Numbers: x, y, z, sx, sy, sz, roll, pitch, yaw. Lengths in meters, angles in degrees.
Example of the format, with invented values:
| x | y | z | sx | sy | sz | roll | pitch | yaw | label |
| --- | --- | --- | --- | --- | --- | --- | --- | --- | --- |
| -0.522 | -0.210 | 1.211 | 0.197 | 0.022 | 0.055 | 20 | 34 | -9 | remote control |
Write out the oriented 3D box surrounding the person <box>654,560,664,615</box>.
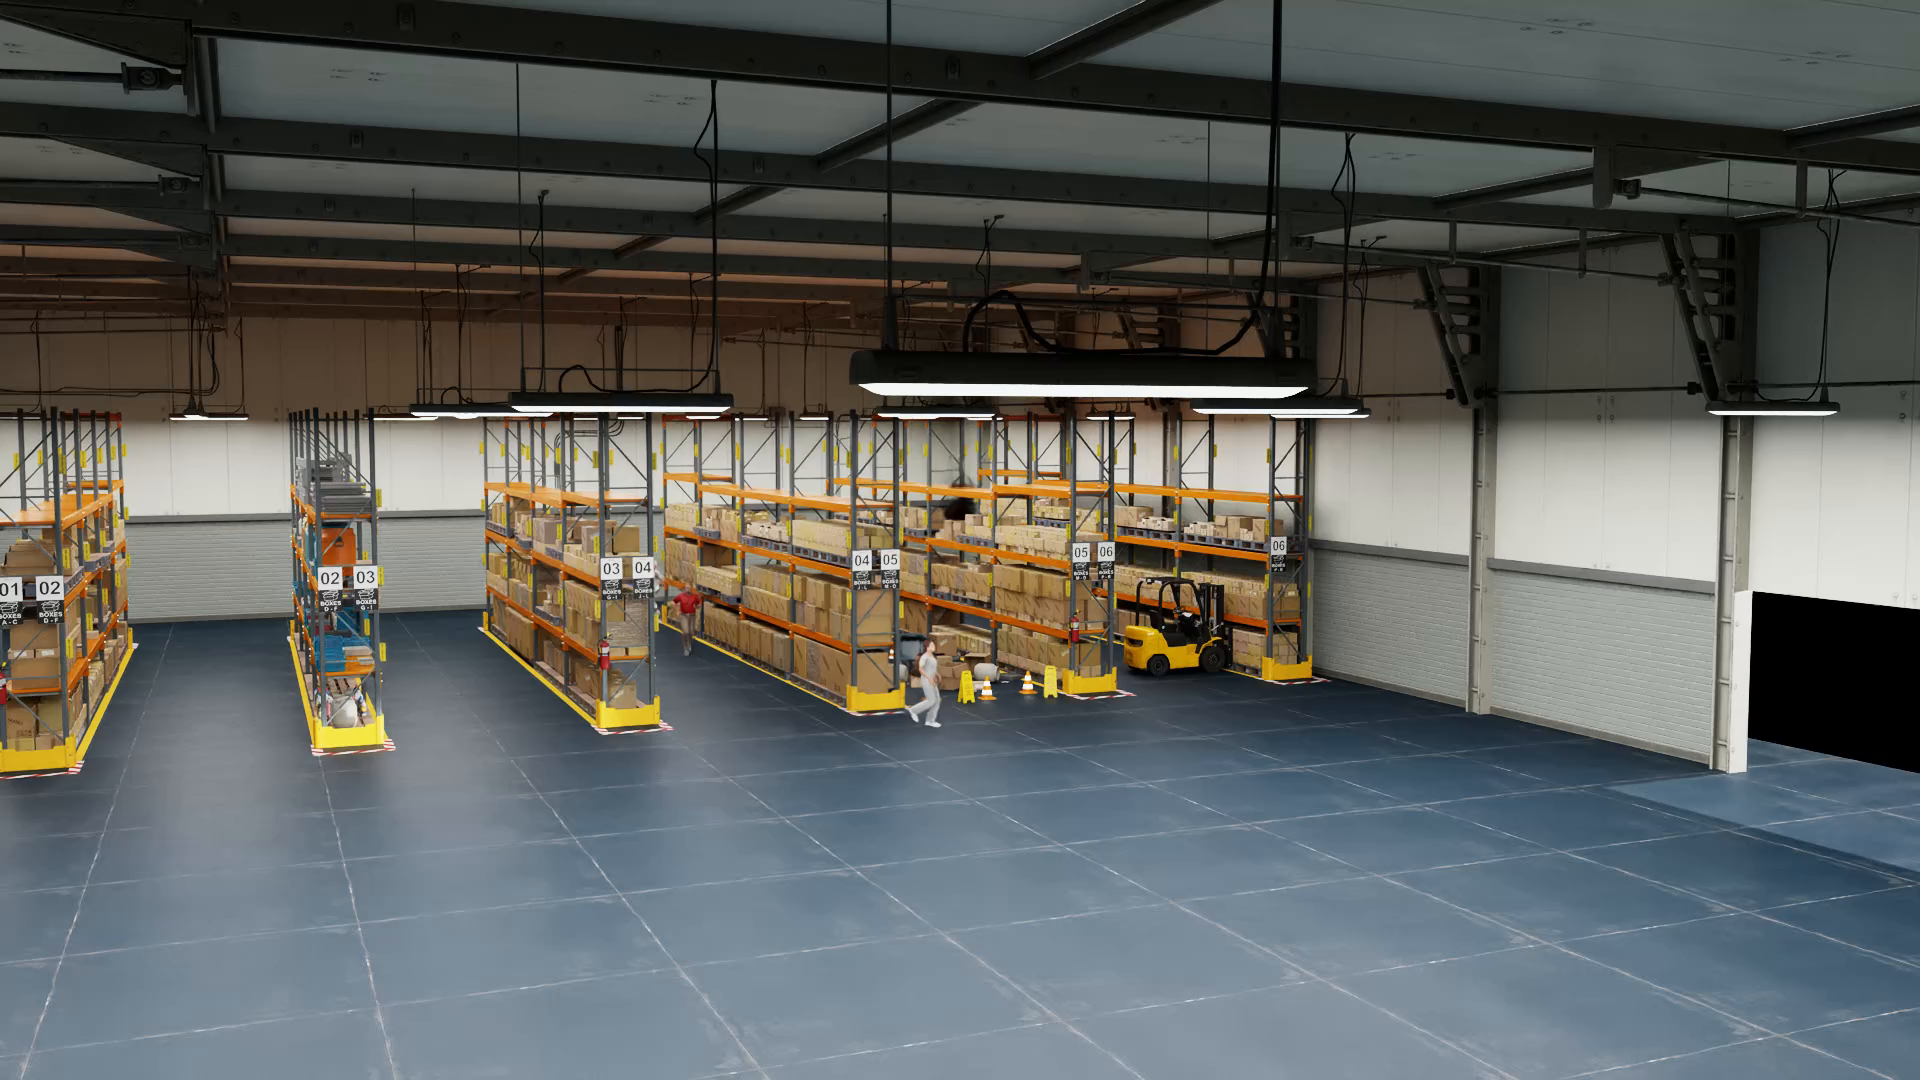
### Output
| x | y | z | sx | sy | sz | roll | pitch | yaw | label |
| --- | --- | --- | --- | --- | --- | --- | --- | --- | --- |
| -9.150 | 1.450 | 49.003 | 0.772 | 1.733 | 0.787 | -1 | 4 | -16 | person |

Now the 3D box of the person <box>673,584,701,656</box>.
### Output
| x | y | z | sx | sy | sz | roll | pitch | yaw | label |
| --- | --- | --- | --- | --- | --- | --- | --- | --- | --- |
| -6.756 | 1.979 | 41.303 | 0.647 | 1.790 | 0.752 | -2 | 4 | -24 | person |

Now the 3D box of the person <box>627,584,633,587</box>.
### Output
| x | y | z | sx | sy | sz | roll | pitch | yaw | label |
| --- | --- | --- | --- | --- | --- | --- | --- | --- | --- |
| -9.093 | 1.719 | 45.980 | 0.599 | 1.627 | 0.705 | -1 | 4 | -16 | person |

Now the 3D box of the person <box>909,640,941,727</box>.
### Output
| x | y | z | sx | sy | sz | roll | pitch | yaw | label |
| --- | --- | --- | --- | --- | --- | --- | --- | --- | --- |
| -0.643 | 2.704 | 31.516 | 0.615 | 1.649 | 0.586 | 1 | 4 | 20 | person |
